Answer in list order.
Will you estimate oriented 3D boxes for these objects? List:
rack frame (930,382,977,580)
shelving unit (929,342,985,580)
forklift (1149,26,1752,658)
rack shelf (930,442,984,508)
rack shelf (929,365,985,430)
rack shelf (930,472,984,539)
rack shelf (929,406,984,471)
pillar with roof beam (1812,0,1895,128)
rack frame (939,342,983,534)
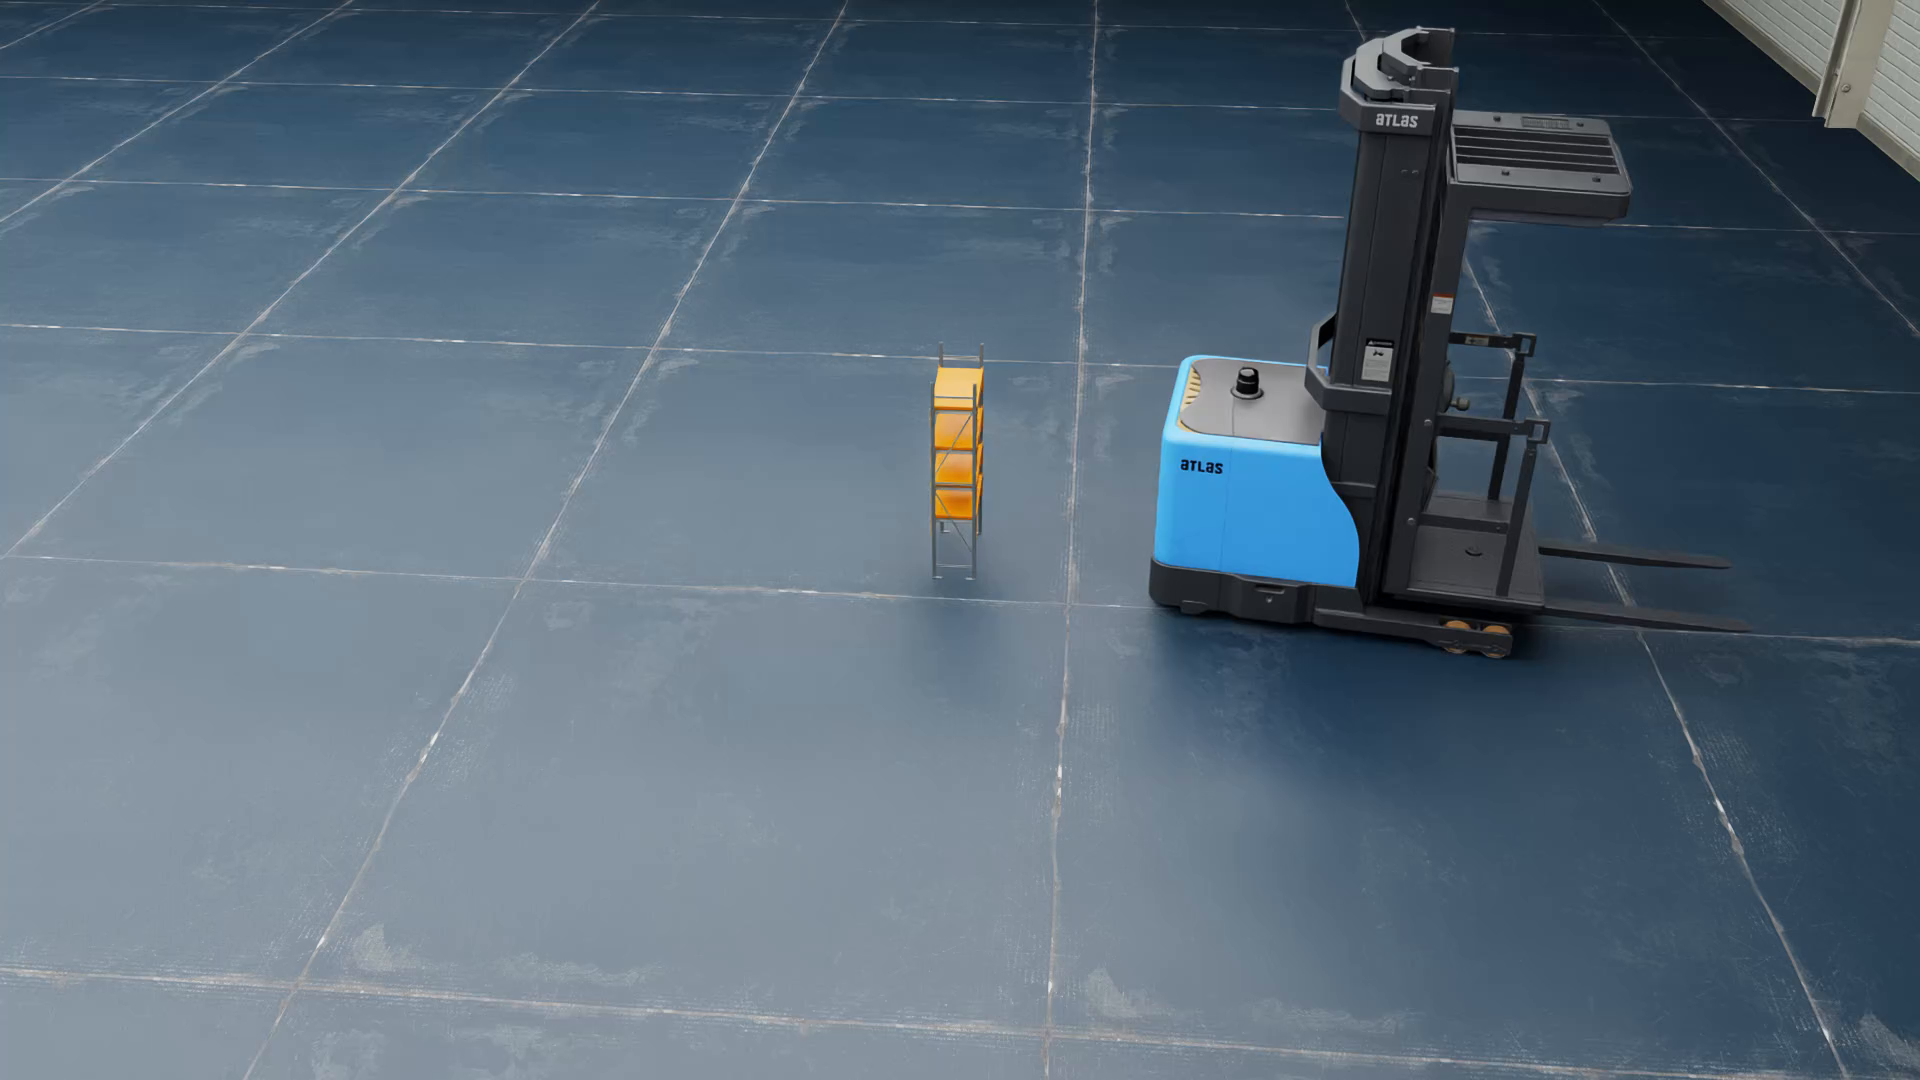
[{"bbox_3d":[-0.033,-0.297,8.868,0.240,1.200,0.015,2,32,4],"label":"rack frame"},{"bbox_3d":[-0.013,-0.424,9.075,0.258,1.200,0.503,2,32,4],"label":"shelving unit"},{"bbox_3d":[2.585,-0.948,8.275,3.031,2.935,1.130,7,32,11],"label":"forklift"},{"bbox_3d":[-0.013,-0.367,9.110,0.258,0.148,0.480,2,32,4],"label":"rack shelf"},{"bbox_3d":[-0.013,-0.759,8.869,0.258,0.148,0.480,2,32,4],"label":"rack shelf"},{"bbox_3d":[-0.013,-0.198,9.215,0.258,0.148,0.480,2,32,4],"label":"rack shelf"},{"bbox_3d":[-0.013,-0.557,8.993,0.258,0.148,0.480,2,32,4],"label":"rack shelf"},{"bbox_3d":[4.187,-8.069,14.046,9.100,9.000,0.400,2,32,4],"label":"pillar with roof beam"},{"bbox_3d":[0.006,-0.552,9.282,0.240,1.200,0.015,2,32,4],"label":"rack frame"}]
